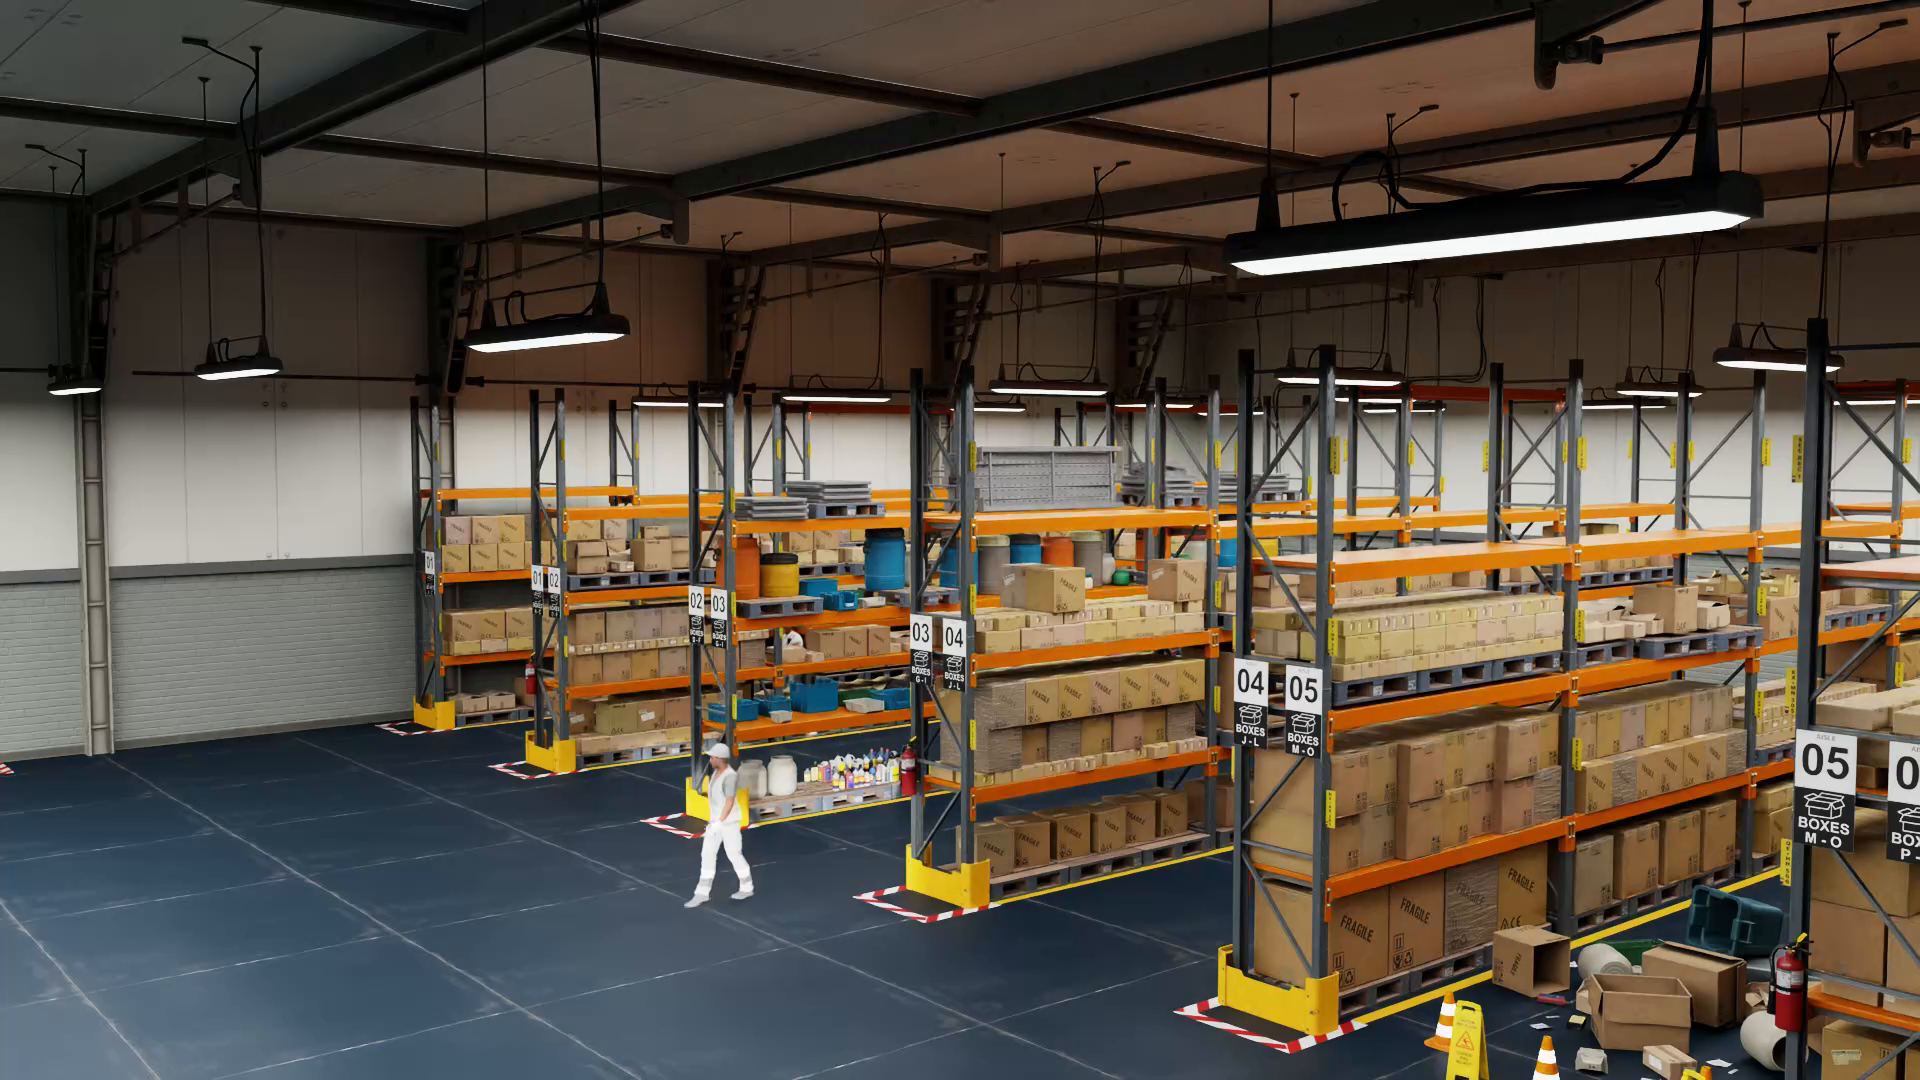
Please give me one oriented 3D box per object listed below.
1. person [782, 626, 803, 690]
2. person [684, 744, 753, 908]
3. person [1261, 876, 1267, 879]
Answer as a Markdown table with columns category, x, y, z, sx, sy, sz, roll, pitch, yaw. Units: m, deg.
| category | x | y | z | sx | sy | sz | roll | pitch | yaw |
| --- | --- | --- | --- | --- | --- | --- | --- | --- | --- |
| person | -3.226 | 2.403 | 32.295 | 0.602 | 1.745 | 0.636 | -3 | 4 | -40 |
| person | -2.711 | 3.178 | 18.617 | 0.805 | 1.790 | 0.553 | -2 | 4 | -36 |
| person | 3.870 | 3.216 | 19.658 | 0.596 | 1.614 | 0.461 | -1 | 4 | -20 |
